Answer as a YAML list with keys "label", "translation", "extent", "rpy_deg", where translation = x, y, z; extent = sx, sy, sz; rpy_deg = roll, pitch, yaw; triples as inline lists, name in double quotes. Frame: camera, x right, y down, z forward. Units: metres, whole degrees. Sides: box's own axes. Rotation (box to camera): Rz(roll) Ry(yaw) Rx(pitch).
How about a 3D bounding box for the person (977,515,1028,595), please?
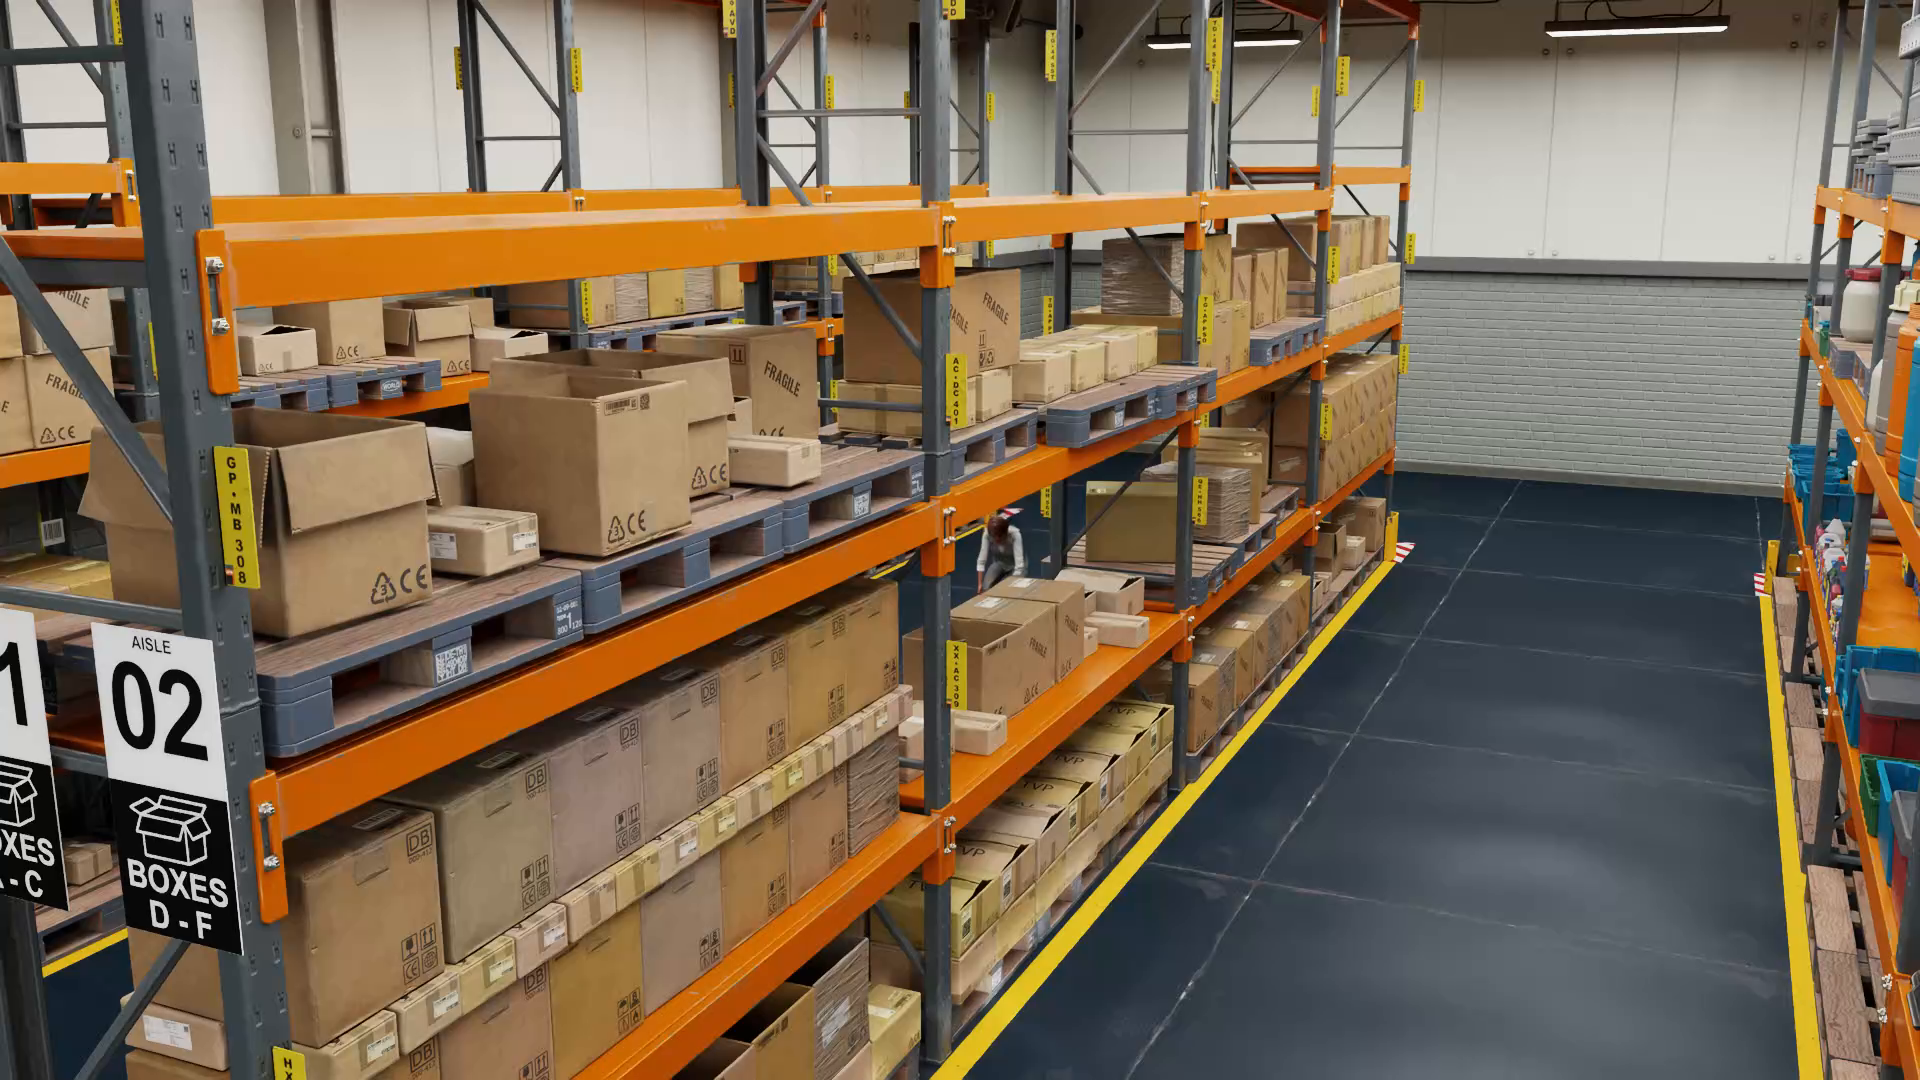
- label: "person"
  translation: [0.428, 0.368, 15.580]
  extent: [0.461, 1.063, 0.701]
  rpy_deg: [5, 14, 23]
